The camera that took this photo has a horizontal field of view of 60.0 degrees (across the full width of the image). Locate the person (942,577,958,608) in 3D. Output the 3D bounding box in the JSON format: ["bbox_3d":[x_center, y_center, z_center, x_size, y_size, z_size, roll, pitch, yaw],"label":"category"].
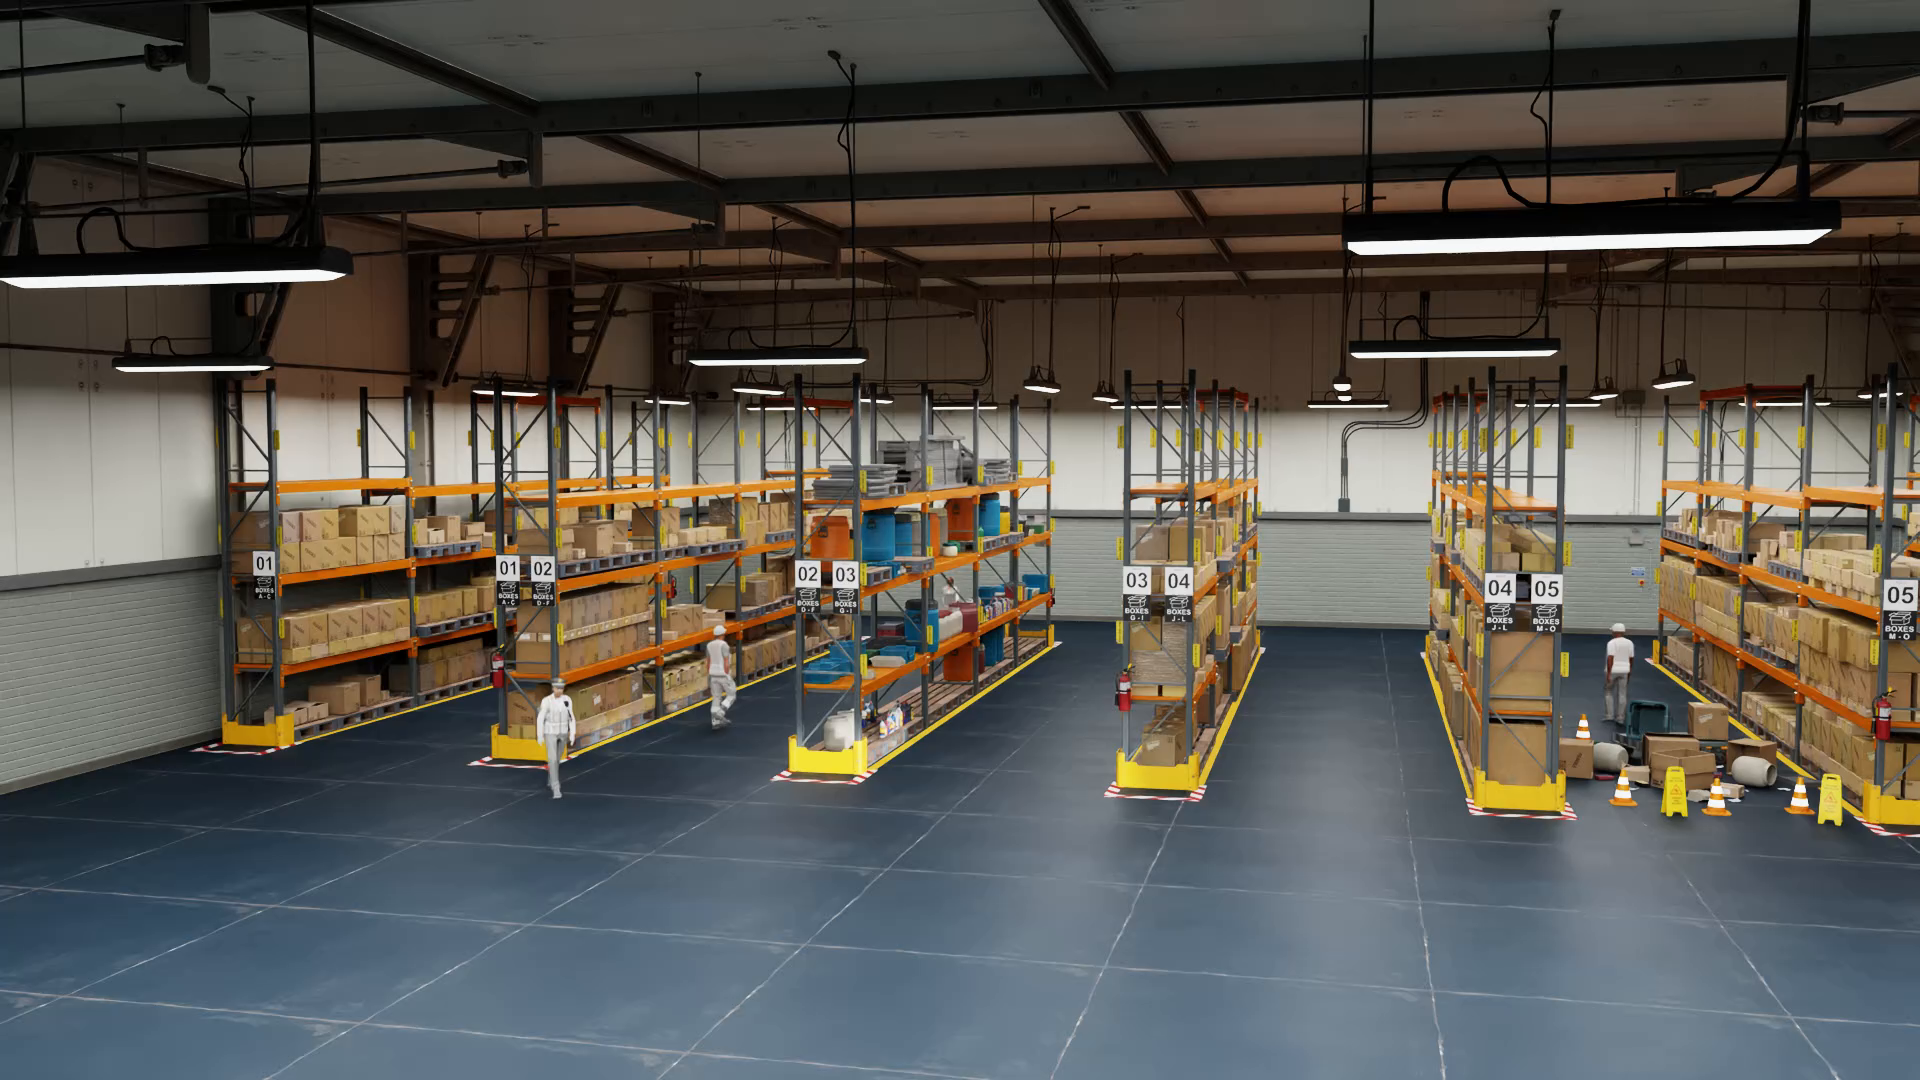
[{"bbox_3d":[-0.254,1.703,41.896,0.434,1.522,0.972,1,4,13],"label":"person"}]

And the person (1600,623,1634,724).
[{"bbox_3d":[11.666,2.382,29.406,0.533,1.809,0.602,0,3,7],"label":"person"}]

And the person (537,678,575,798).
[{"bbox_3d":[-5.687,2.752,23.501,0.512,1.625,0.907,-3,4,-40],"label":"person"}]

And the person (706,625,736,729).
[{"bbox_3d":[-4.189,2.371,28.889,0.574,1.780,0.467,2,4,28],"label":"person"}]
